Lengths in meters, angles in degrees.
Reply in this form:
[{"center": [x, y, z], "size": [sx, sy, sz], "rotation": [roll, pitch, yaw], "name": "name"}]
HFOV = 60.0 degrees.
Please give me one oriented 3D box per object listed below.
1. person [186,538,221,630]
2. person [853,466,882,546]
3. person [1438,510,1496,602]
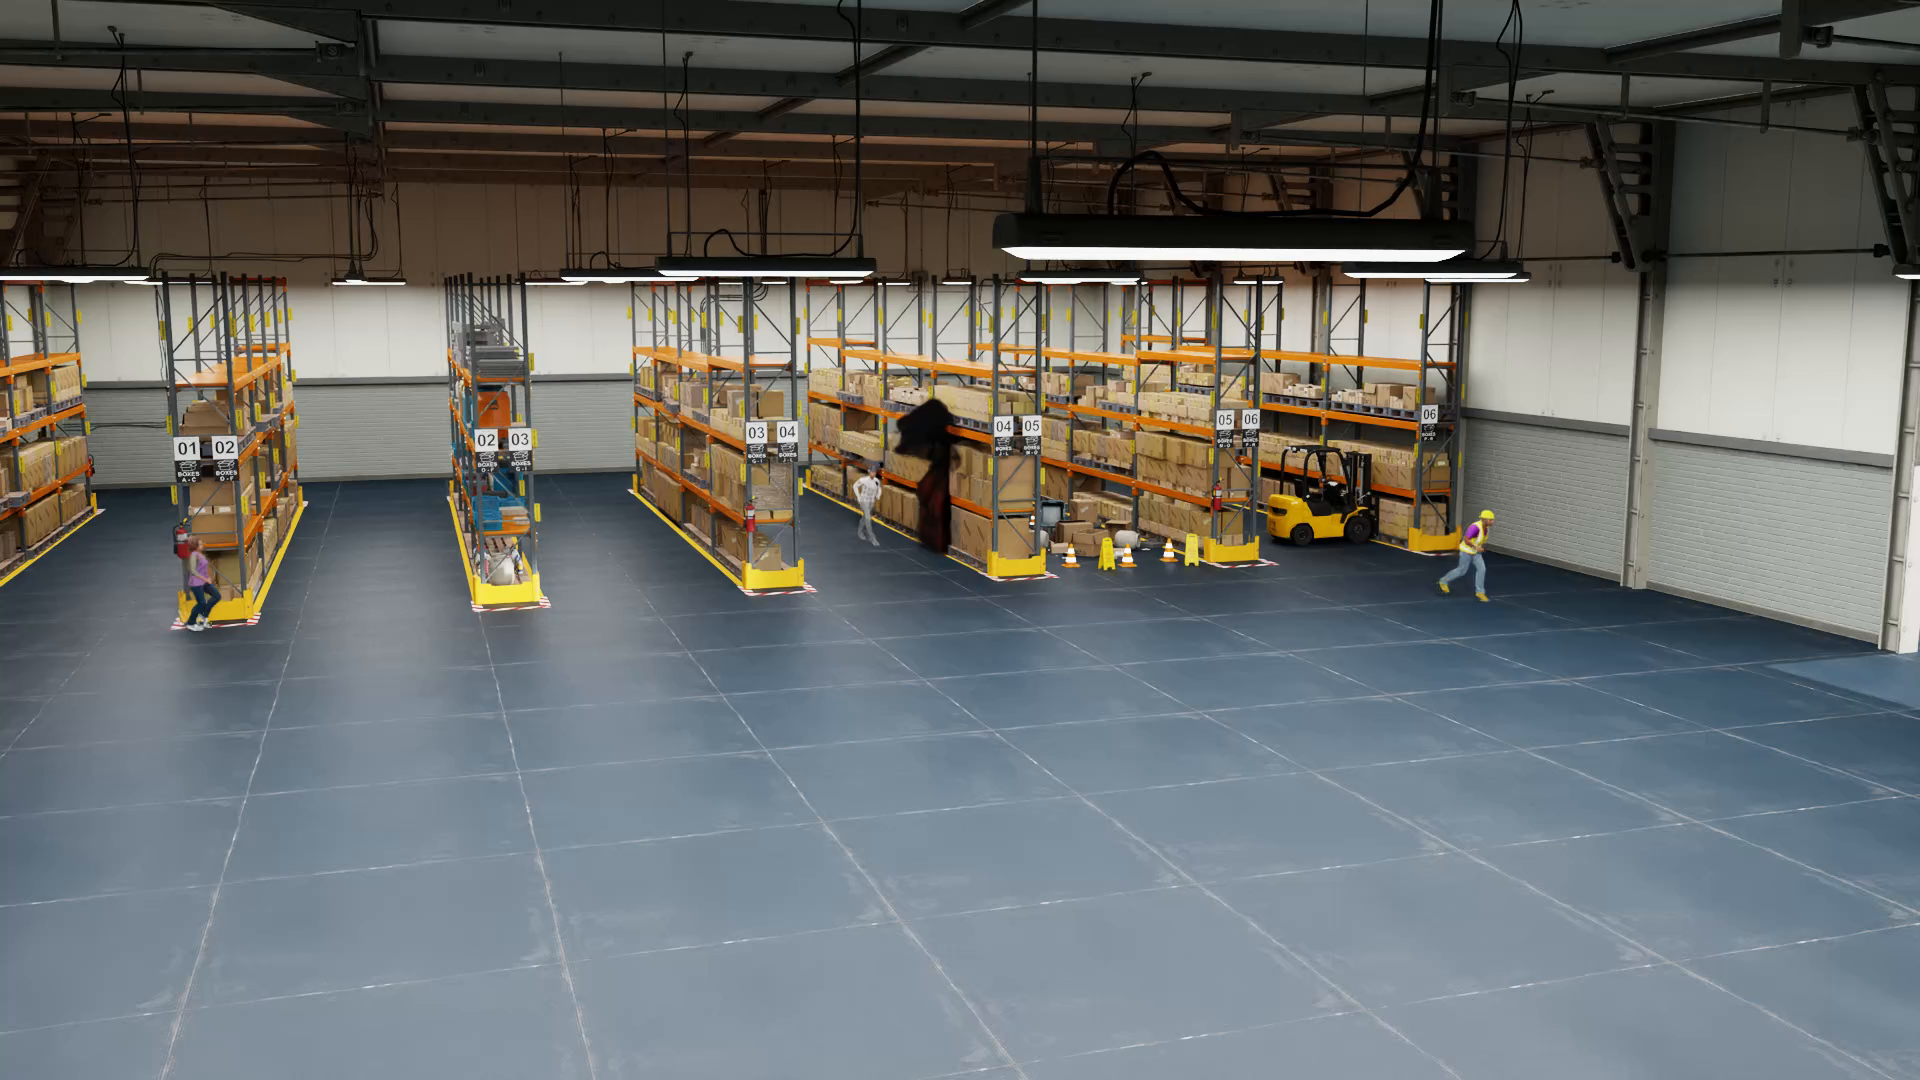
[{"center": [-12.777, 0.752, 27.997], "size": [0.564, 1.543, 0.561], "rotation": [-1, 9, -8], "name": "person"}, {"center": [-1.984, -0.766, 35.739], "size": [0.615, 1.720, 0.843], "rotation": [-6, 11, -35], "name": "person"}, {"center": [9.417, 0.267, 30.877], "size": [1.057, 1.714, 0.743], "rotation": [7, 11, 39], "name": "person"}]
